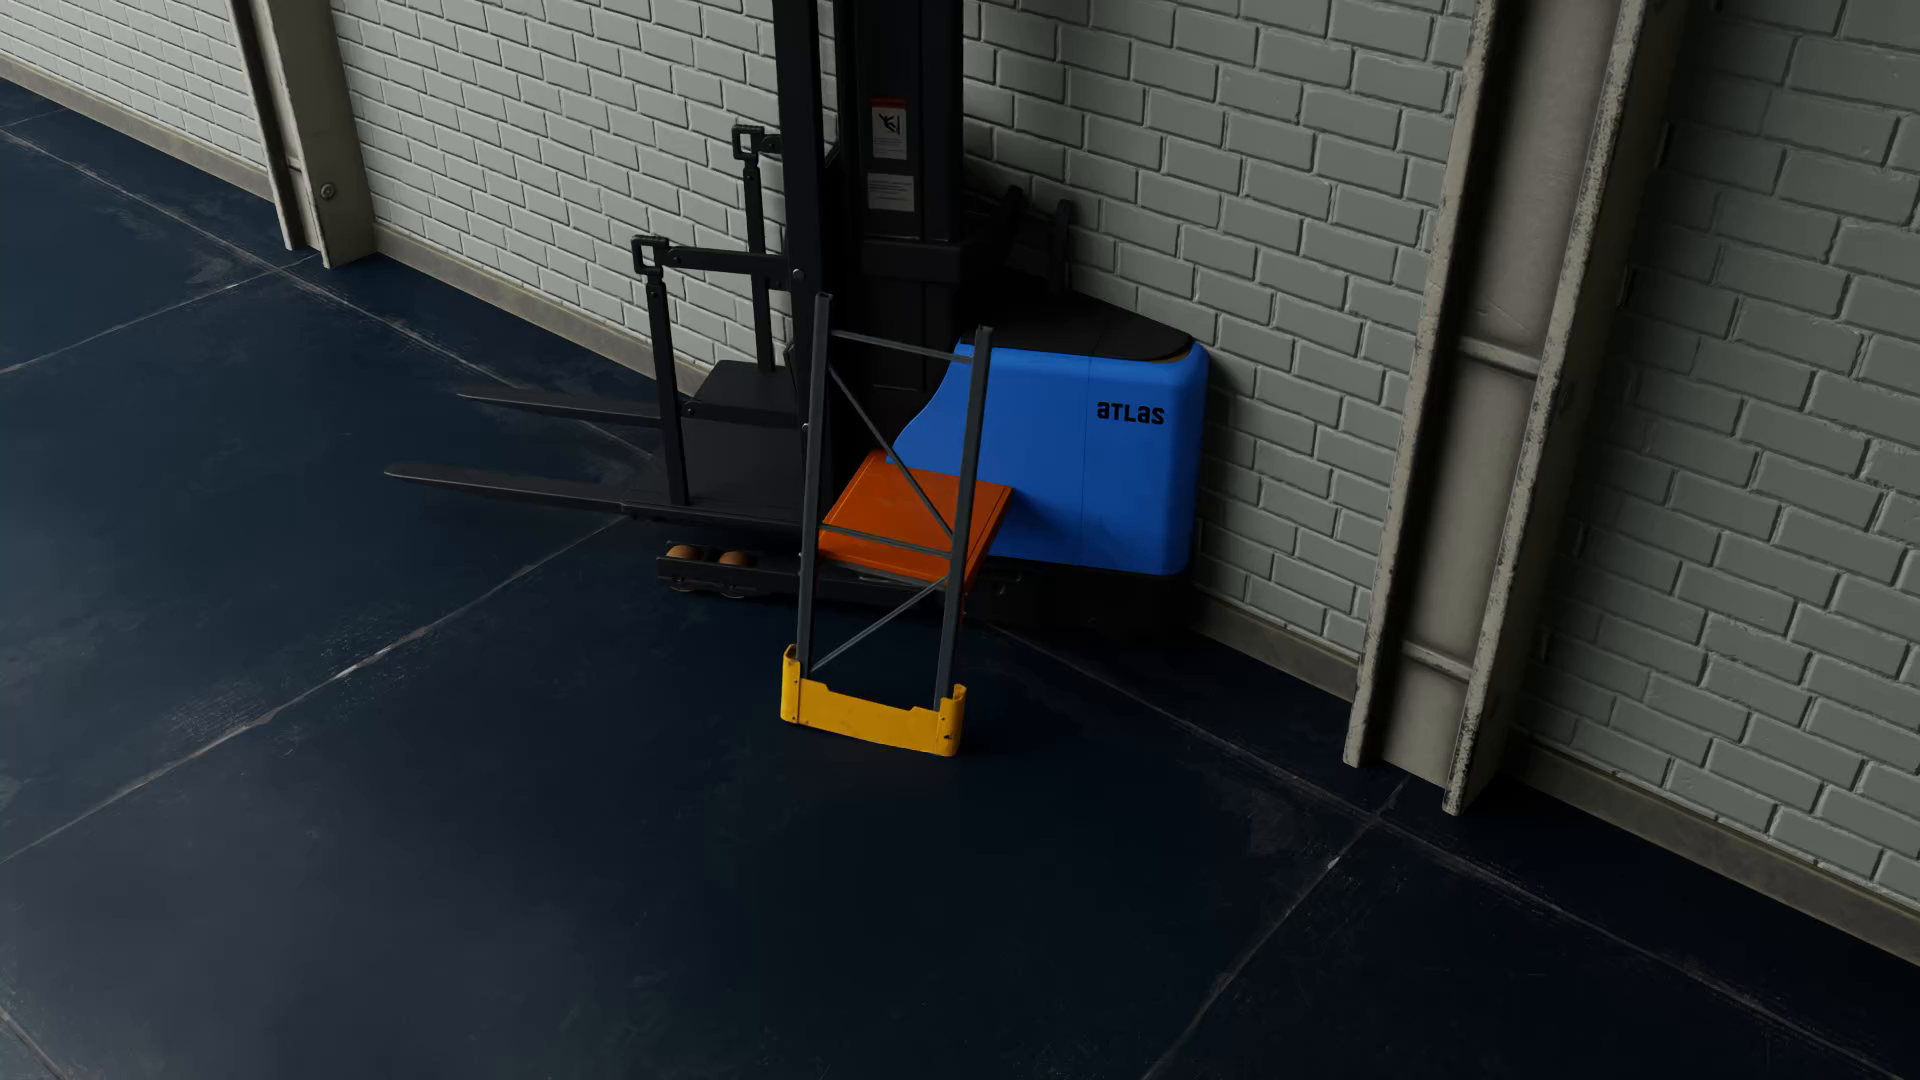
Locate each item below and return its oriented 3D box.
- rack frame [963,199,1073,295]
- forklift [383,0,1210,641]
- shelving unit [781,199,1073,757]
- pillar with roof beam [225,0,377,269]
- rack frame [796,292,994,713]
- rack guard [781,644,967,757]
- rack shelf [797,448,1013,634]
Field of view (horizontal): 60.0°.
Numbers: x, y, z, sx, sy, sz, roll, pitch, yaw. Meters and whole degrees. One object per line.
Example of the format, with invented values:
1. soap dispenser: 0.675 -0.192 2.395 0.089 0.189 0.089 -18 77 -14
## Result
1. rack frame: 0.045 -0.507 5.759 0.500 1.500 0.032 13 33 10
2. forklift: -0.613 -1.283 5.529 3.031 2.935 1.130 7 35 10
3. shelving unit: -0.087 -0.255 5.348 0.587 1.500 1.083 13 33 10
4. pillar with roof beam: -5.912 -3.309 3.120 0.400 9.000 9.100 25 42 32
5. rack frame: -0.224 0.006 4.923 0.500 1.500 0.032 13 33 10
6. rack guard: -0.279 0.517 5.279 0.587 0.250 0.087 13 33 10
7. rack shelf: -0.107 -0.101 5.439 0.538 0.185 1.000 13 33 10
